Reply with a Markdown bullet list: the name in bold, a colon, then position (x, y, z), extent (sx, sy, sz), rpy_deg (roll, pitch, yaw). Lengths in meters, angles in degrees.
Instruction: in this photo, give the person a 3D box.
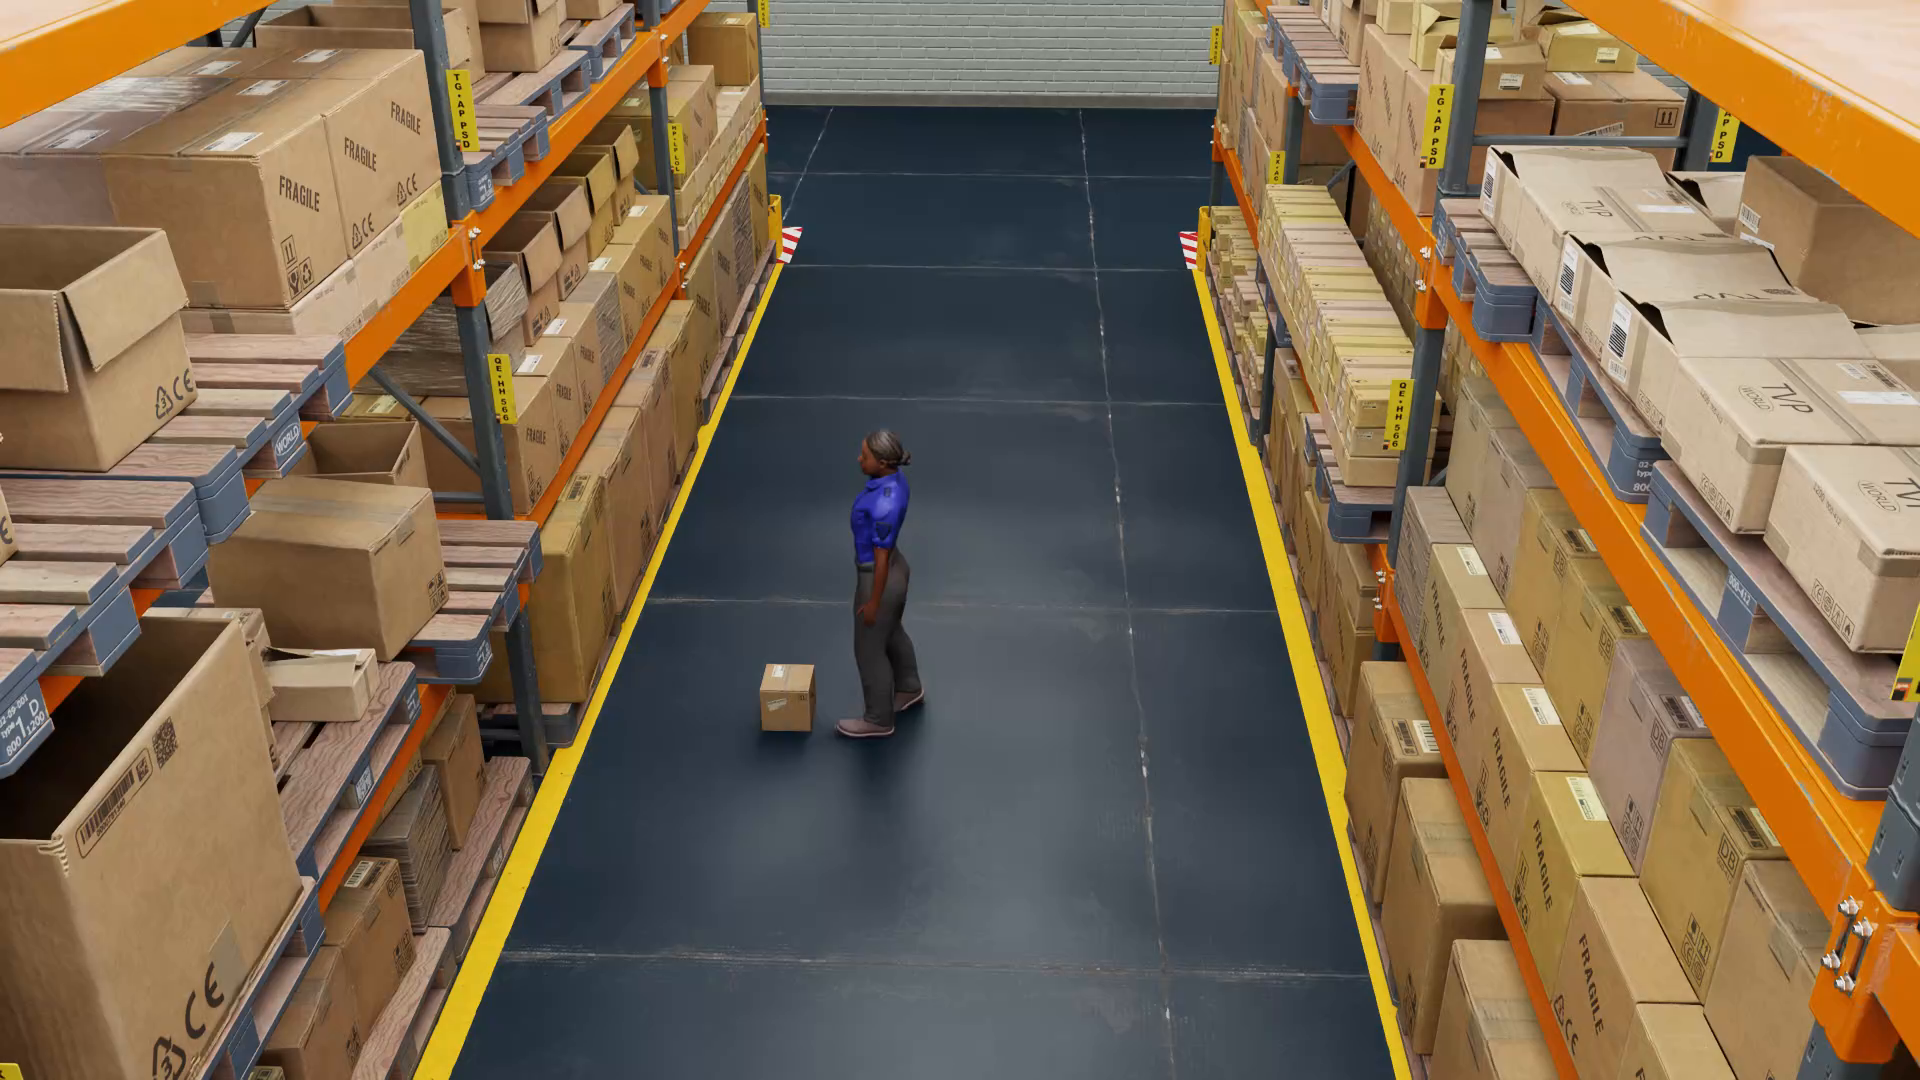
- **person**: position (-0.410, 0.224, 8.248), extent (0.428, 1.698, 0.466), rpy_deg (2, 28, 3)
